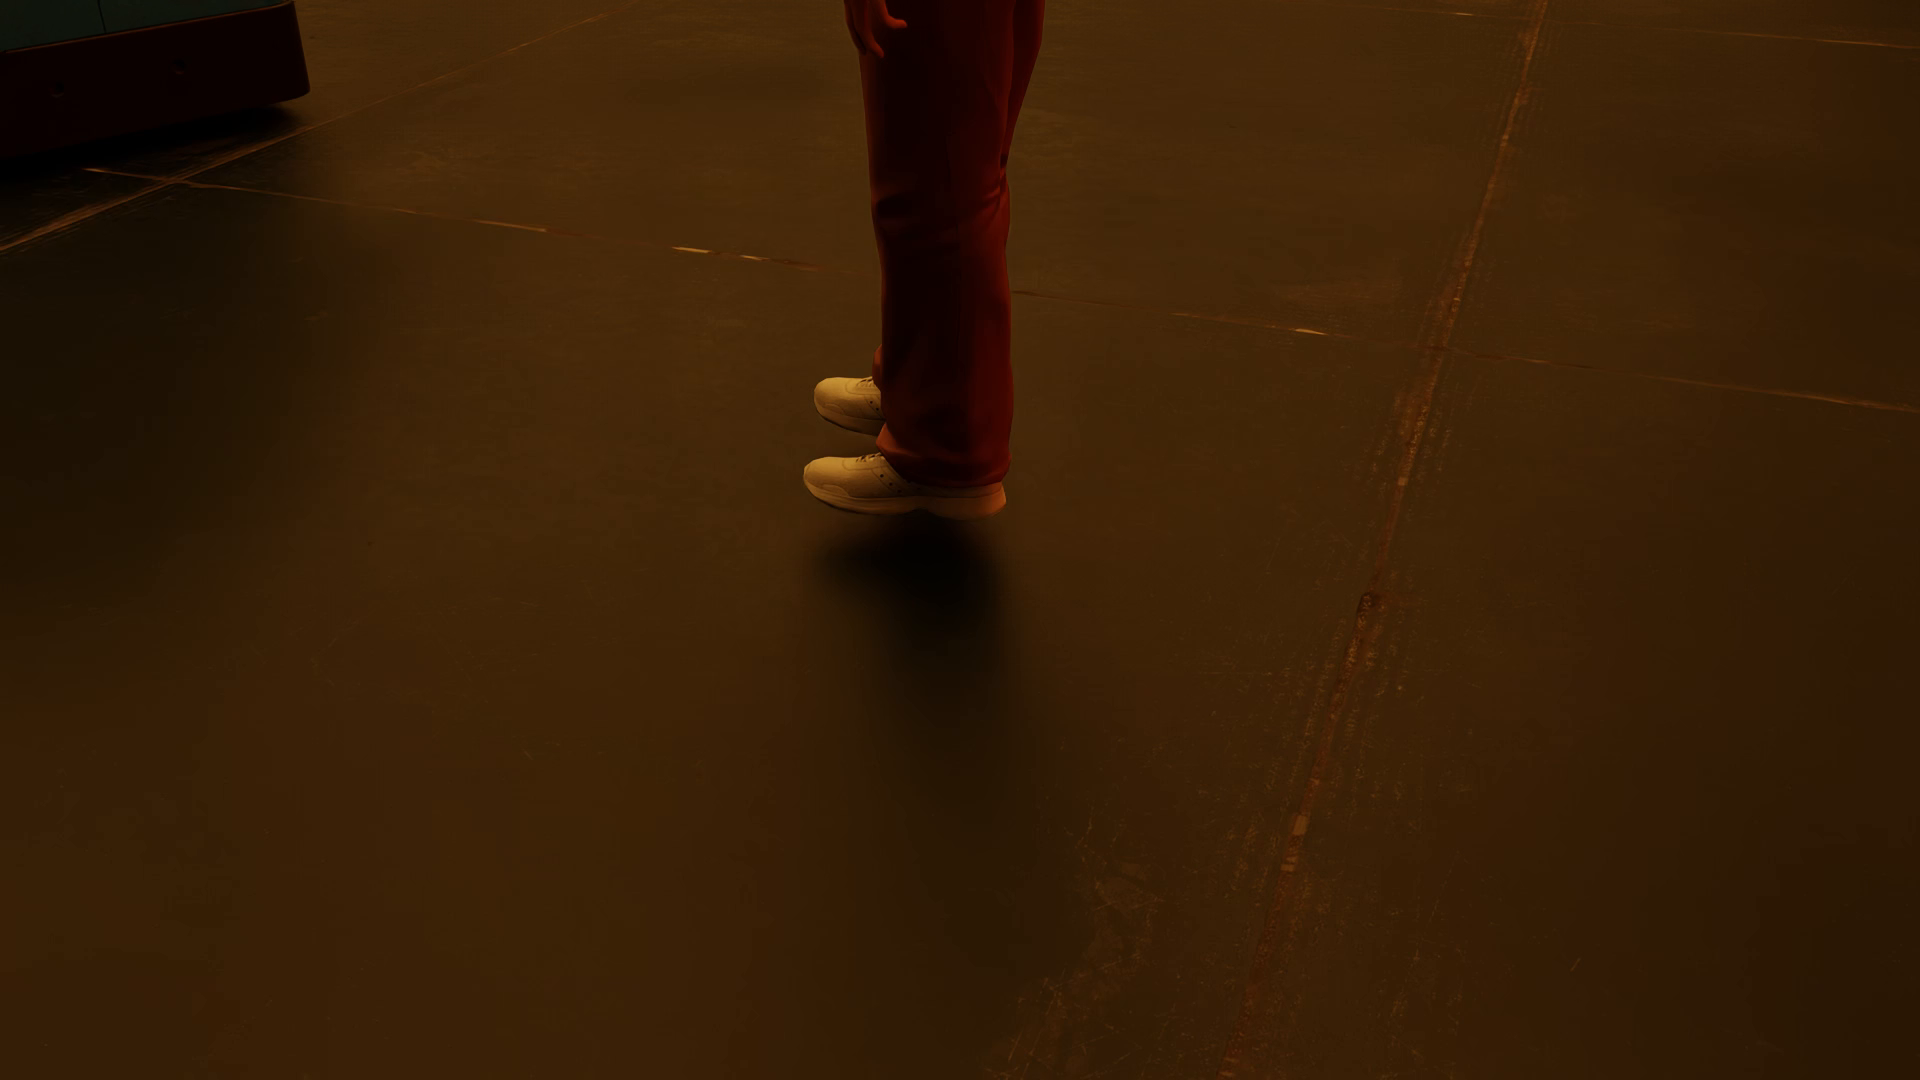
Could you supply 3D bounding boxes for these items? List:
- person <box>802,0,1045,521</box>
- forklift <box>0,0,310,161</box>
[{"bbox_3d":[-0.065,-0.789,2.095,0.547,1.673,0.553,10,31,18],"label":"person"},{"bbox_3d":[-3.186,-2.727,4.340,3.031,2.935,1.130,24,37,36],"label":"forklift"}]
